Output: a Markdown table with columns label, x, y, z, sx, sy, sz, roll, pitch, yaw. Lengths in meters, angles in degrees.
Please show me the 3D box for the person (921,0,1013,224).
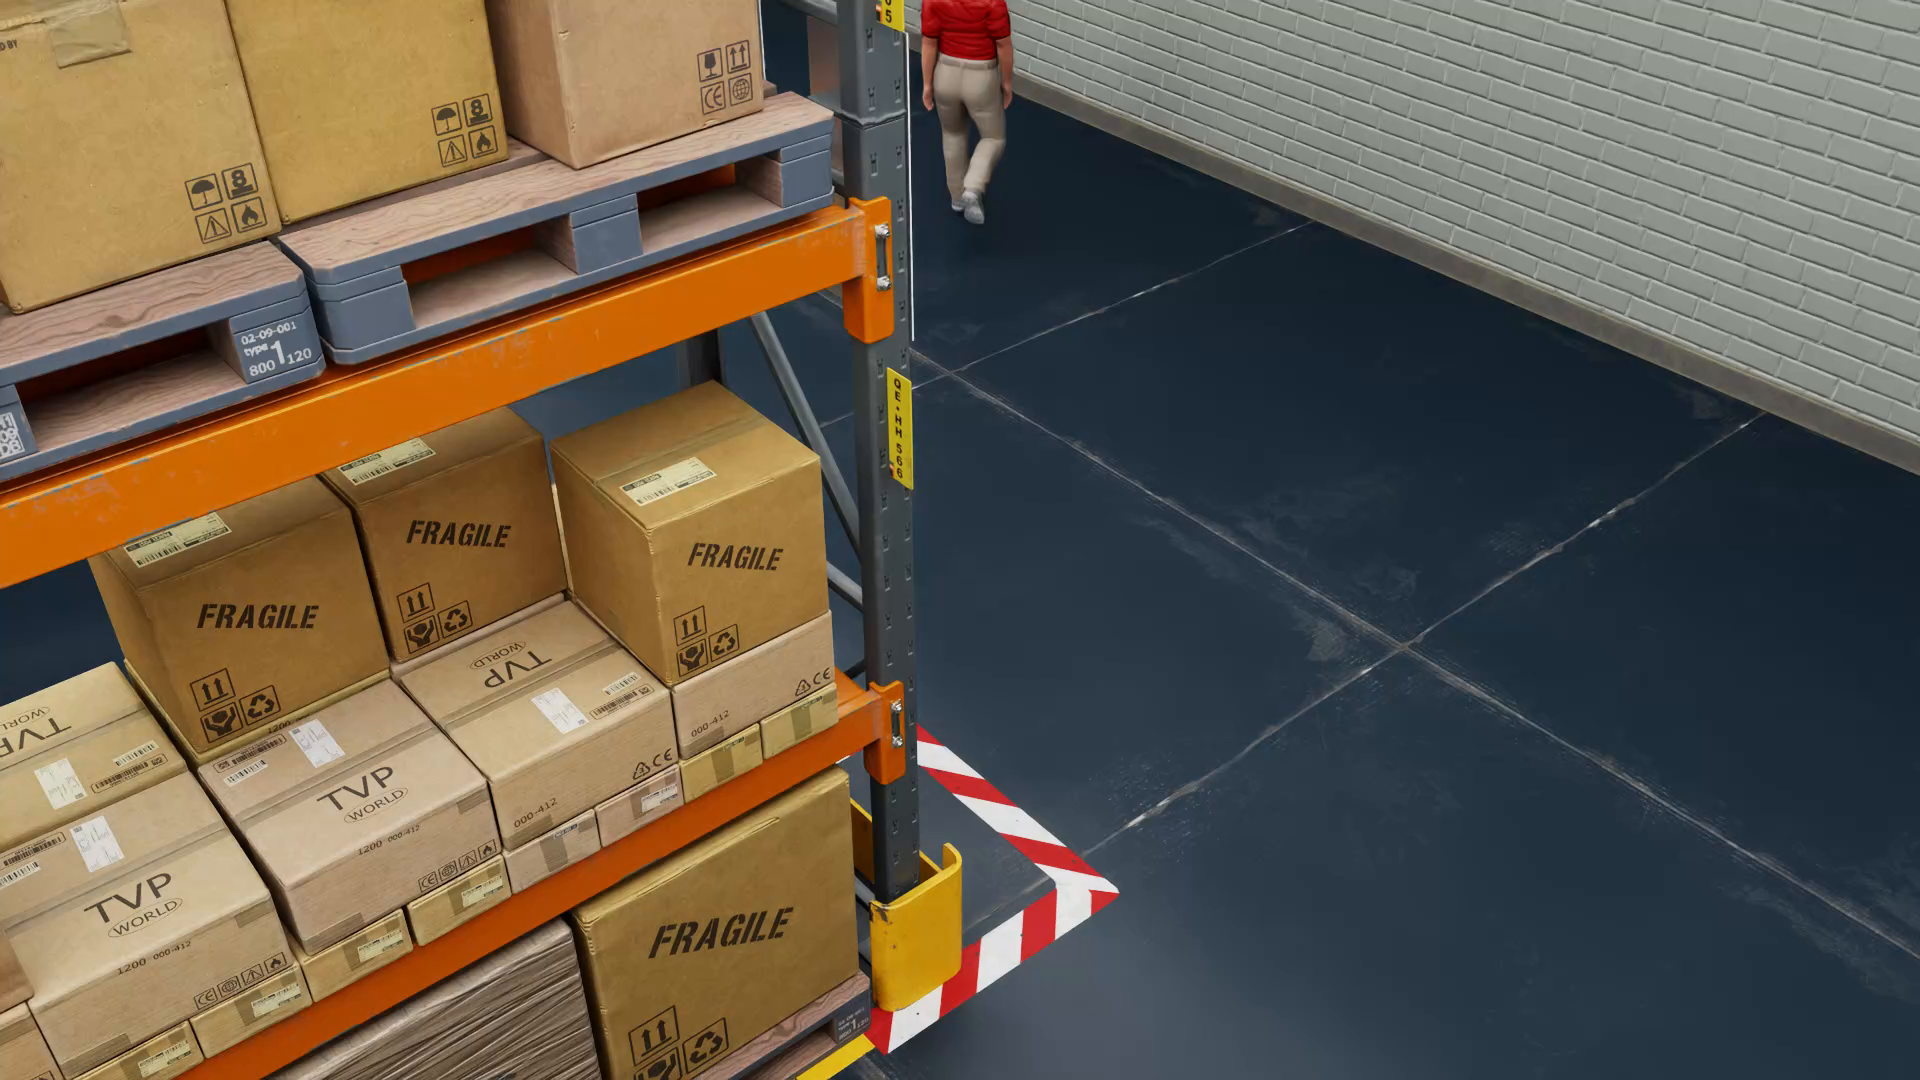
| label | x | y | z | sx | sy | sz | roll | pitch | yaw |
| --- | --- | --- | --- | --- | --- | --- | --- | --- | --- |
| person | 0.043 | -2.690 | 9.940 | 0.551 | 1.621 | 0.735 | 8 | 37 | 11 |
